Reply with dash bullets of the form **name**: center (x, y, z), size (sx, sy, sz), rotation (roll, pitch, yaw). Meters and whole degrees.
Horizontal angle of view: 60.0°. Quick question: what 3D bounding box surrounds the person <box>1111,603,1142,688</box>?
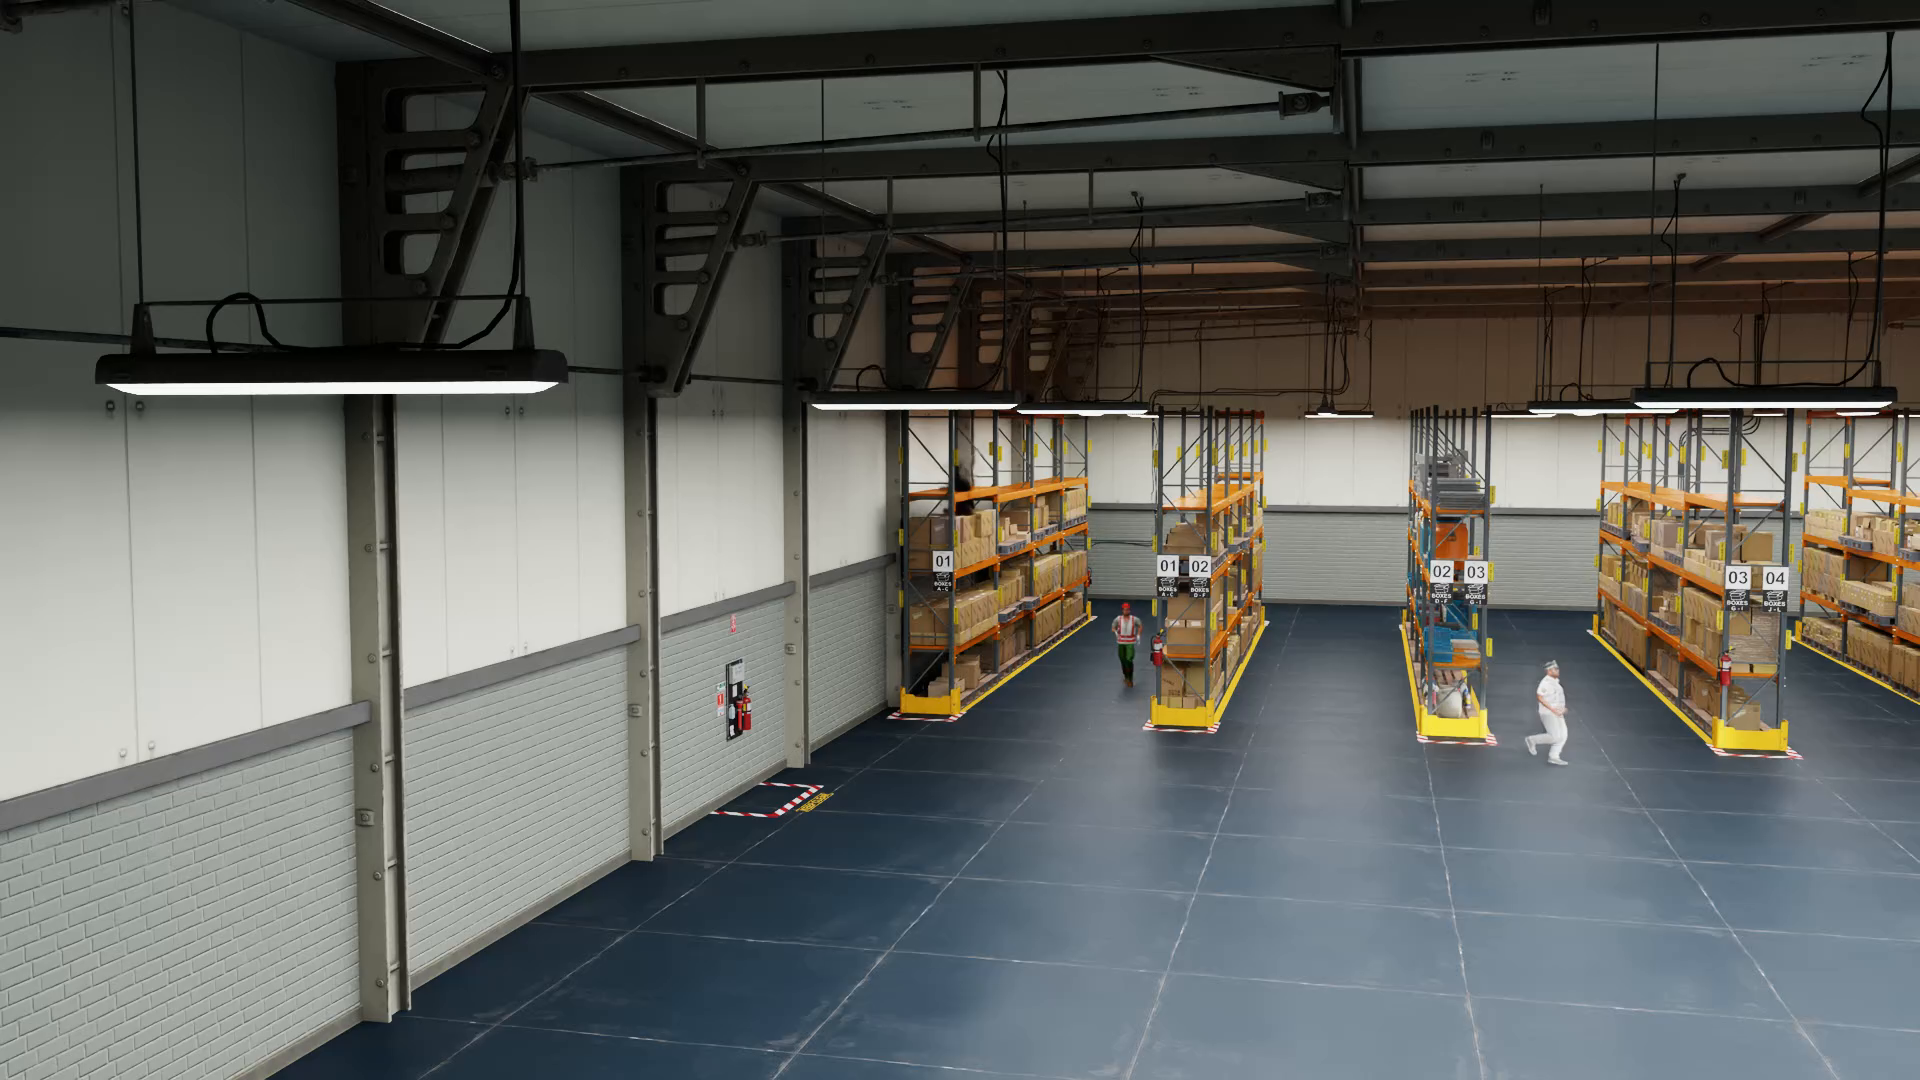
- **person**: center (3.572, 2.271, 35.866), size (0.635, 1.825, 0.749), rotation (1, 4, 16)

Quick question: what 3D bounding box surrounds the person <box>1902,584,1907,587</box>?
- **person**: center (23.776, 1.914, 41.968), size (0.503, 1.639, 0.703), rotation (0, 4, -3)

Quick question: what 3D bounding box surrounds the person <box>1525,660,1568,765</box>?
- **person**: center (9.832, 2.870, 27.782), size (0.680, 1.750, 0.666), rotation (3, 5, 36)
